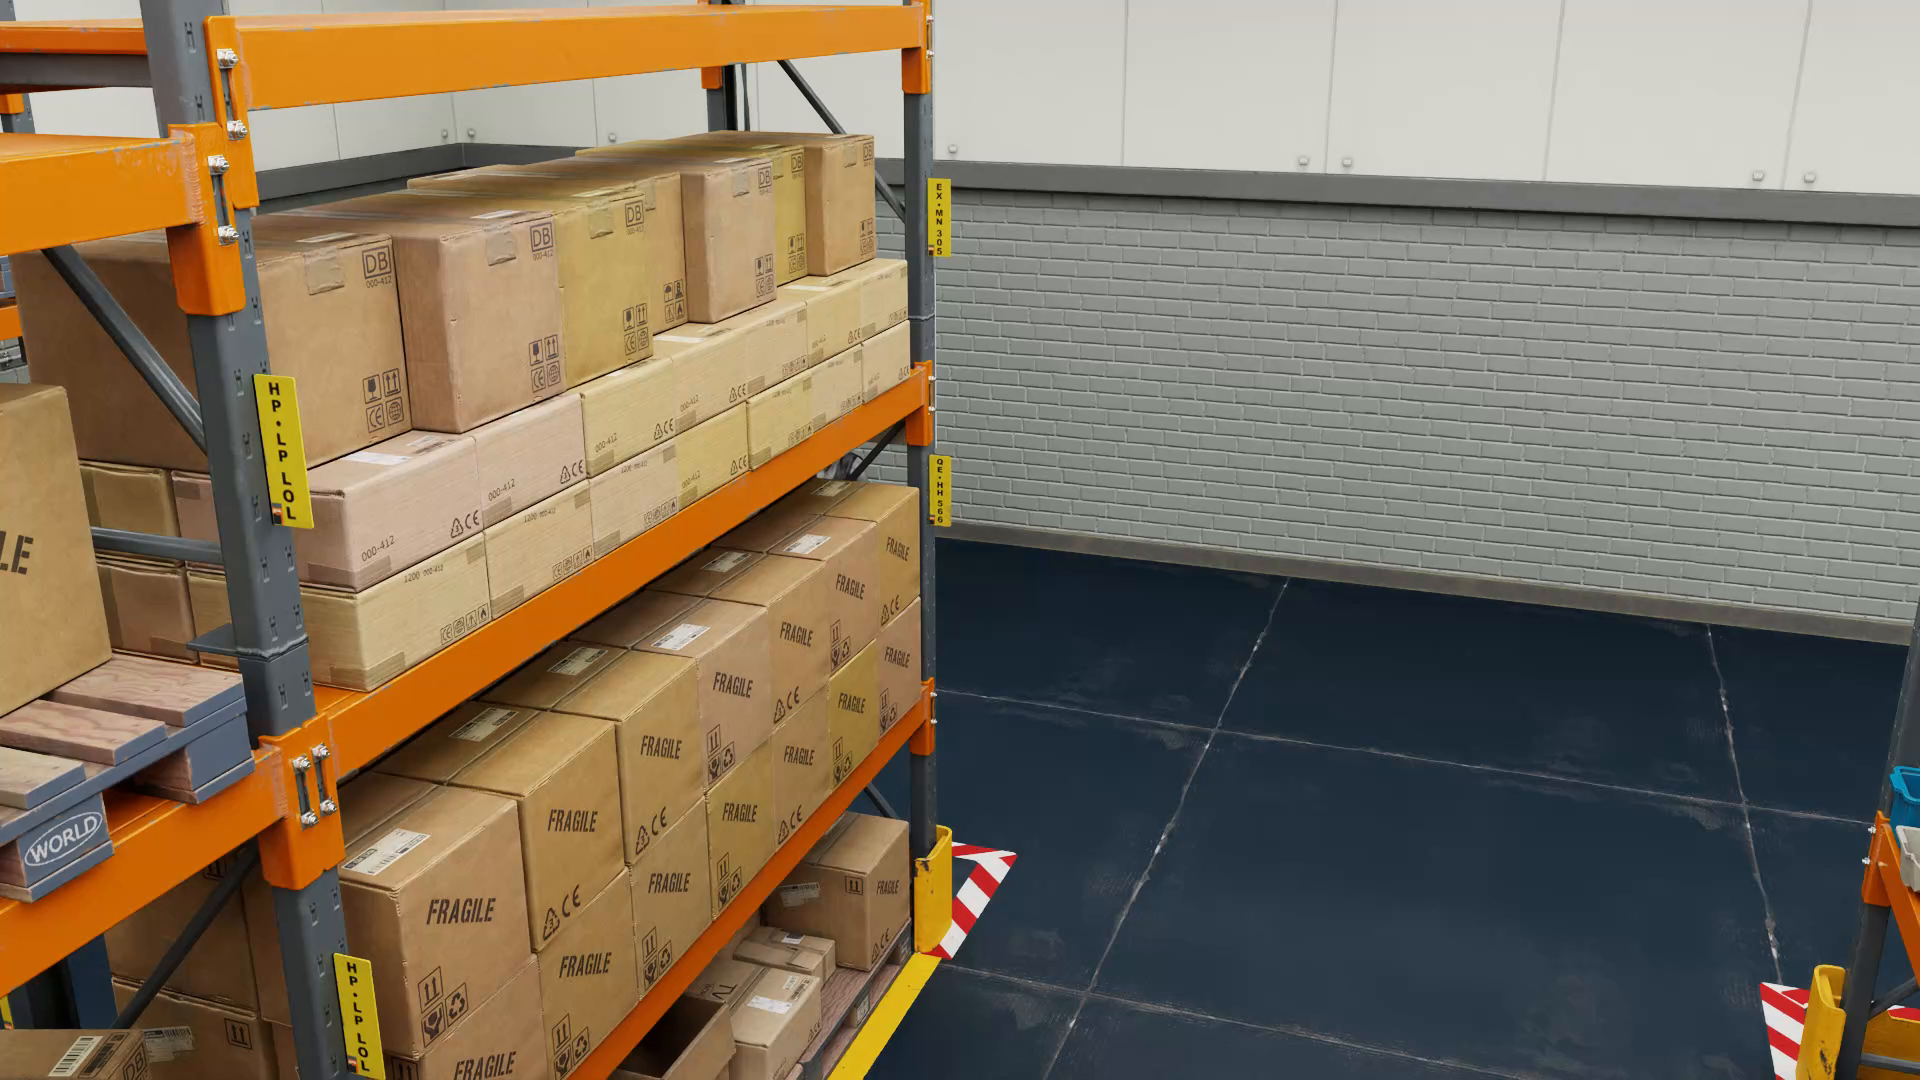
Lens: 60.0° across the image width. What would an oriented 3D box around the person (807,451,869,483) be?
[{"bbox_3d":[-0.857,0.052,11.100,0.593,1.620,0.421,5,19,15],"label":"person"}]
